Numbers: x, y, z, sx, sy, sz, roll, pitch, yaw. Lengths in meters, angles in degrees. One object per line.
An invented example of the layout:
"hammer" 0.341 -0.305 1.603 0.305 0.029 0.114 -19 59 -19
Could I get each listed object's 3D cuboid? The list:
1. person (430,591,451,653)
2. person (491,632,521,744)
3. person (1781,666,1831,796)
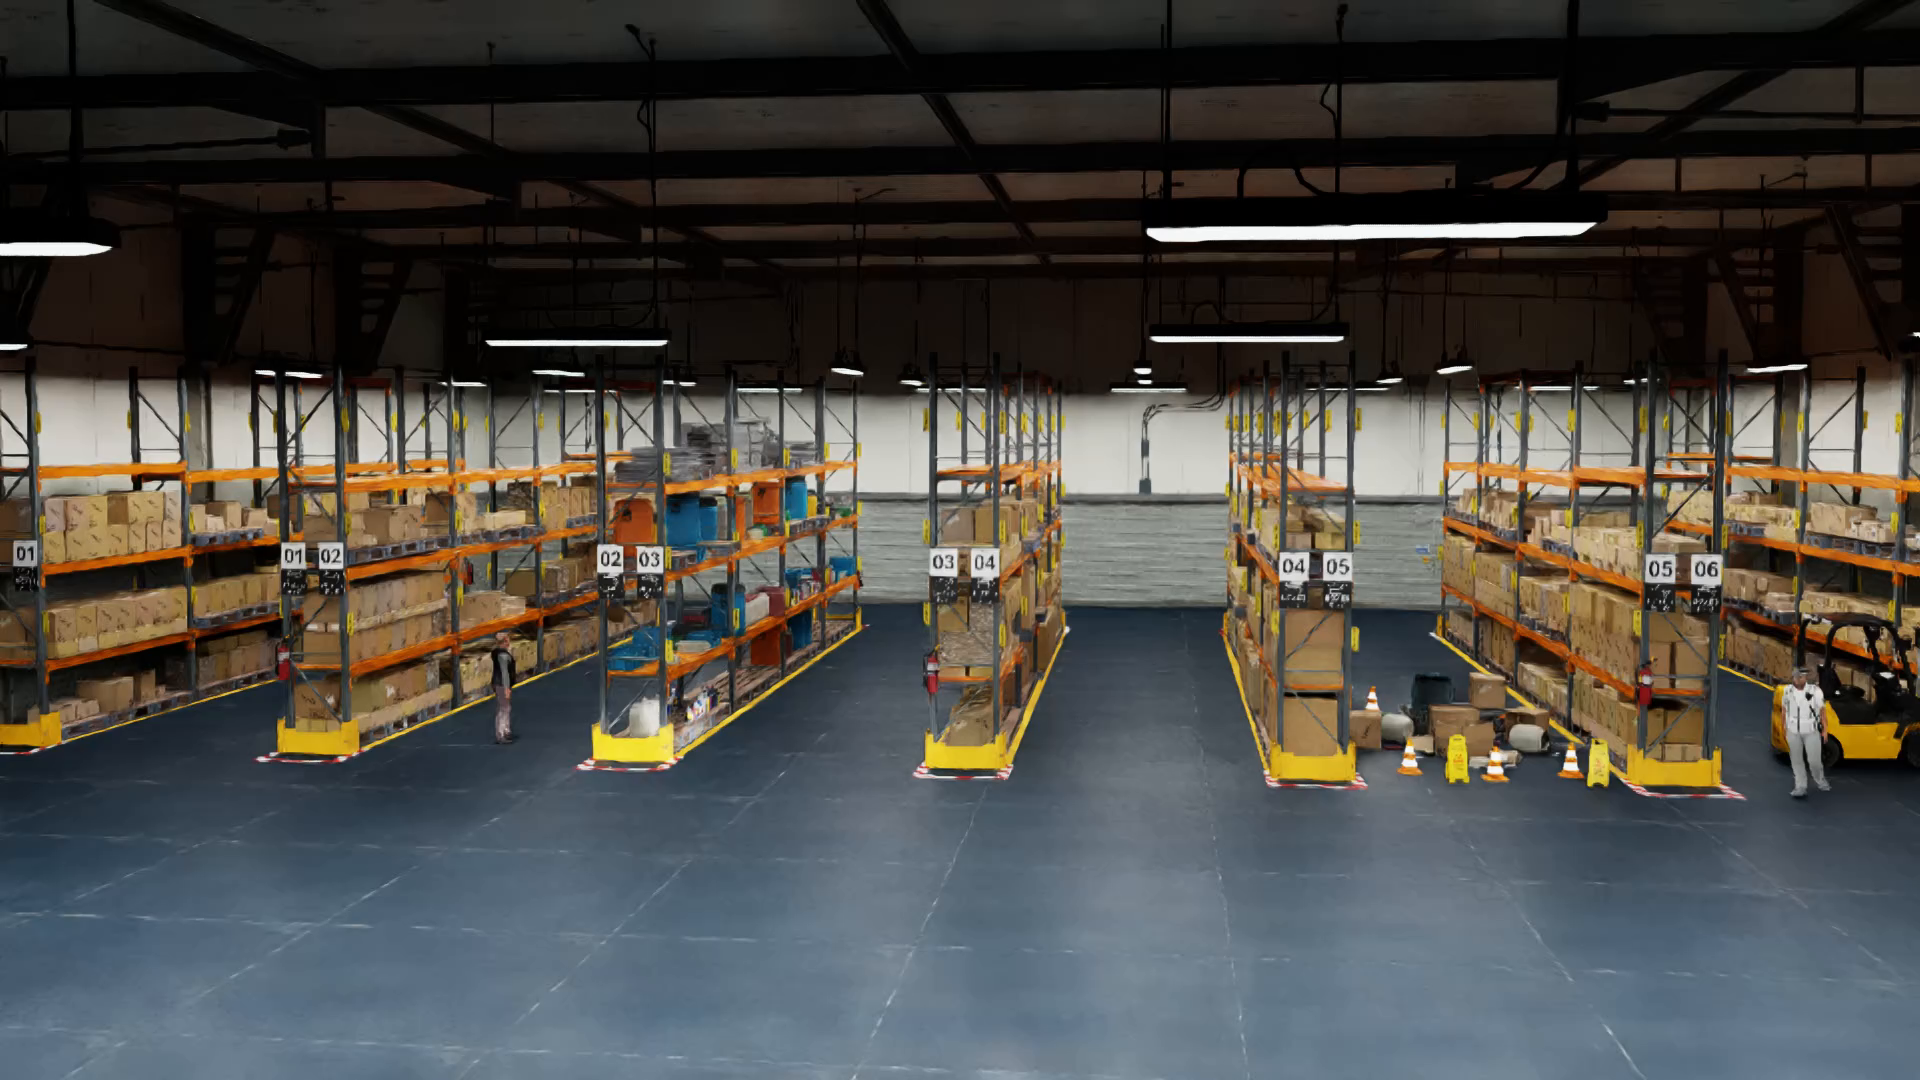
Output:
"person" -11.274 1.669 35.983 0.625 1.596 0.517 0 4 4
"person" -7.089 2.289 25.984 0.450 1.727 0.583 -2 4 -23
"person" 11.368 2.549 22.356 0.600 1.753 0.522 4 6 44
